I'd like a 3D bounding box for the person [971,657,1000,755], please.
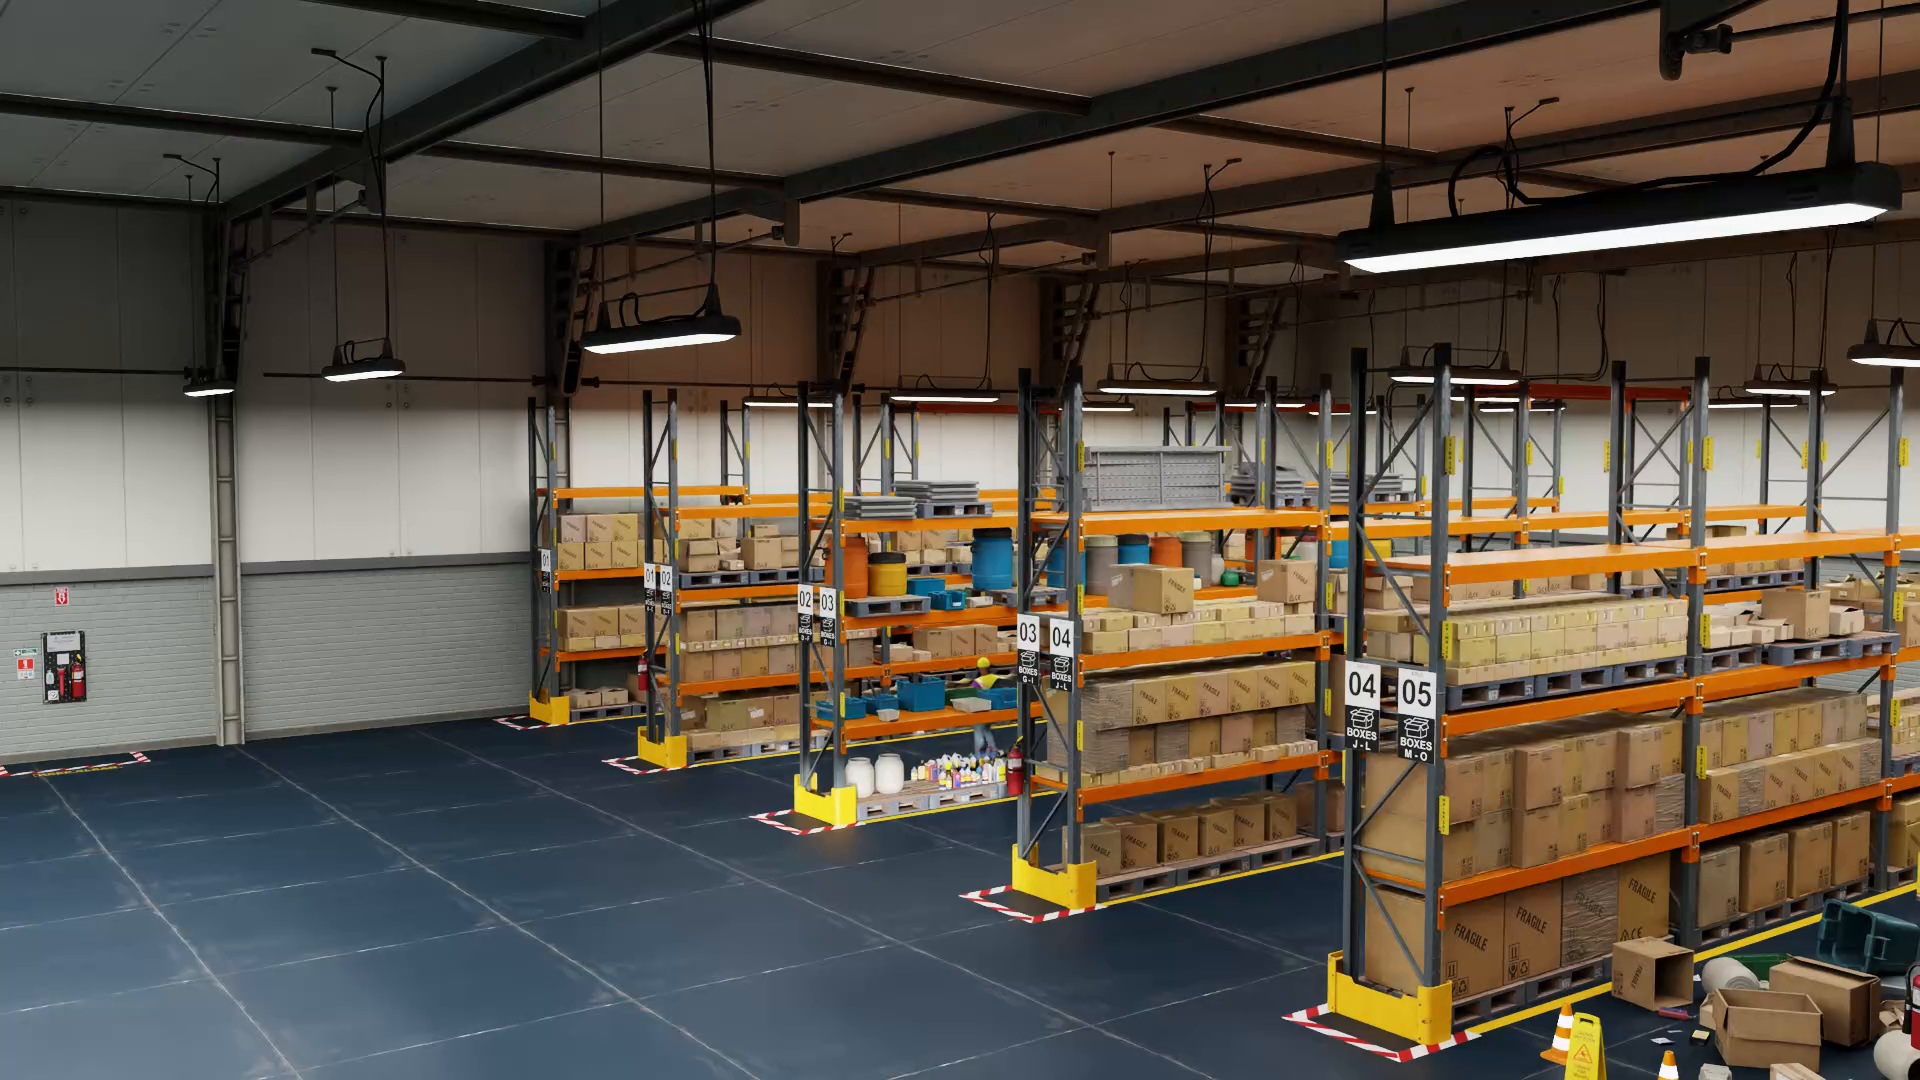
[{"bbox_3d":[0.360,2.732,26.401,0.527,1.771,0.655,3,5,42],"label":"person"}]
